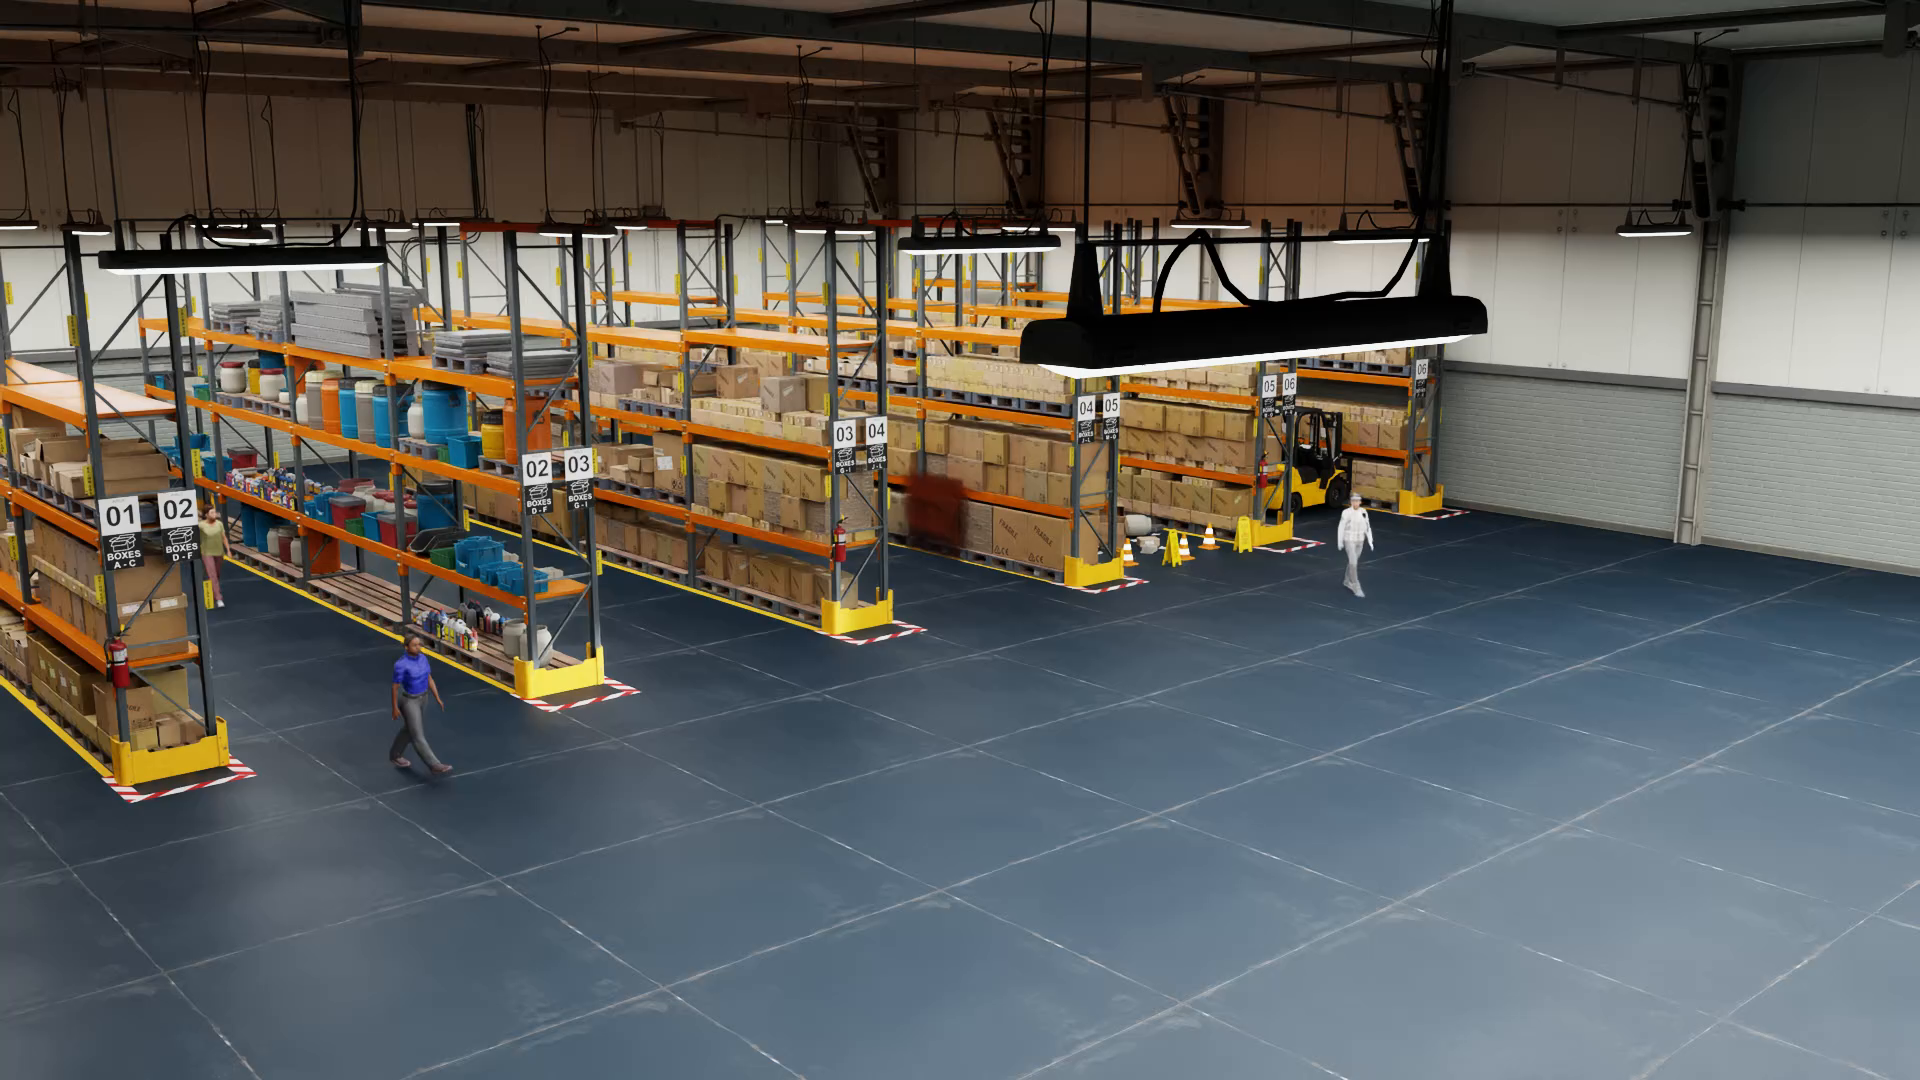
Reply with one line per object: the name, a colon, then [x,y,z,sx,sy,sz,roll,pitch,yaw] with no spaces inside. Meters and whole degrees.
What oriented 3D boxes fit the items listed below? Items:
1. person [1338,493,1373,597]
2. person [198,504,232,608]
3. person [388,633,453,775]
person: [6.527,0.062,27.434,0.512,1.724,0.711,-4,12,-19]
person: [-11.949,0.227,26.576,0.554,1.607,1.064,-10,15,-40]
person: [-6.065,1.836,18.653,1.041,1.581,0.491,4,12,18]
